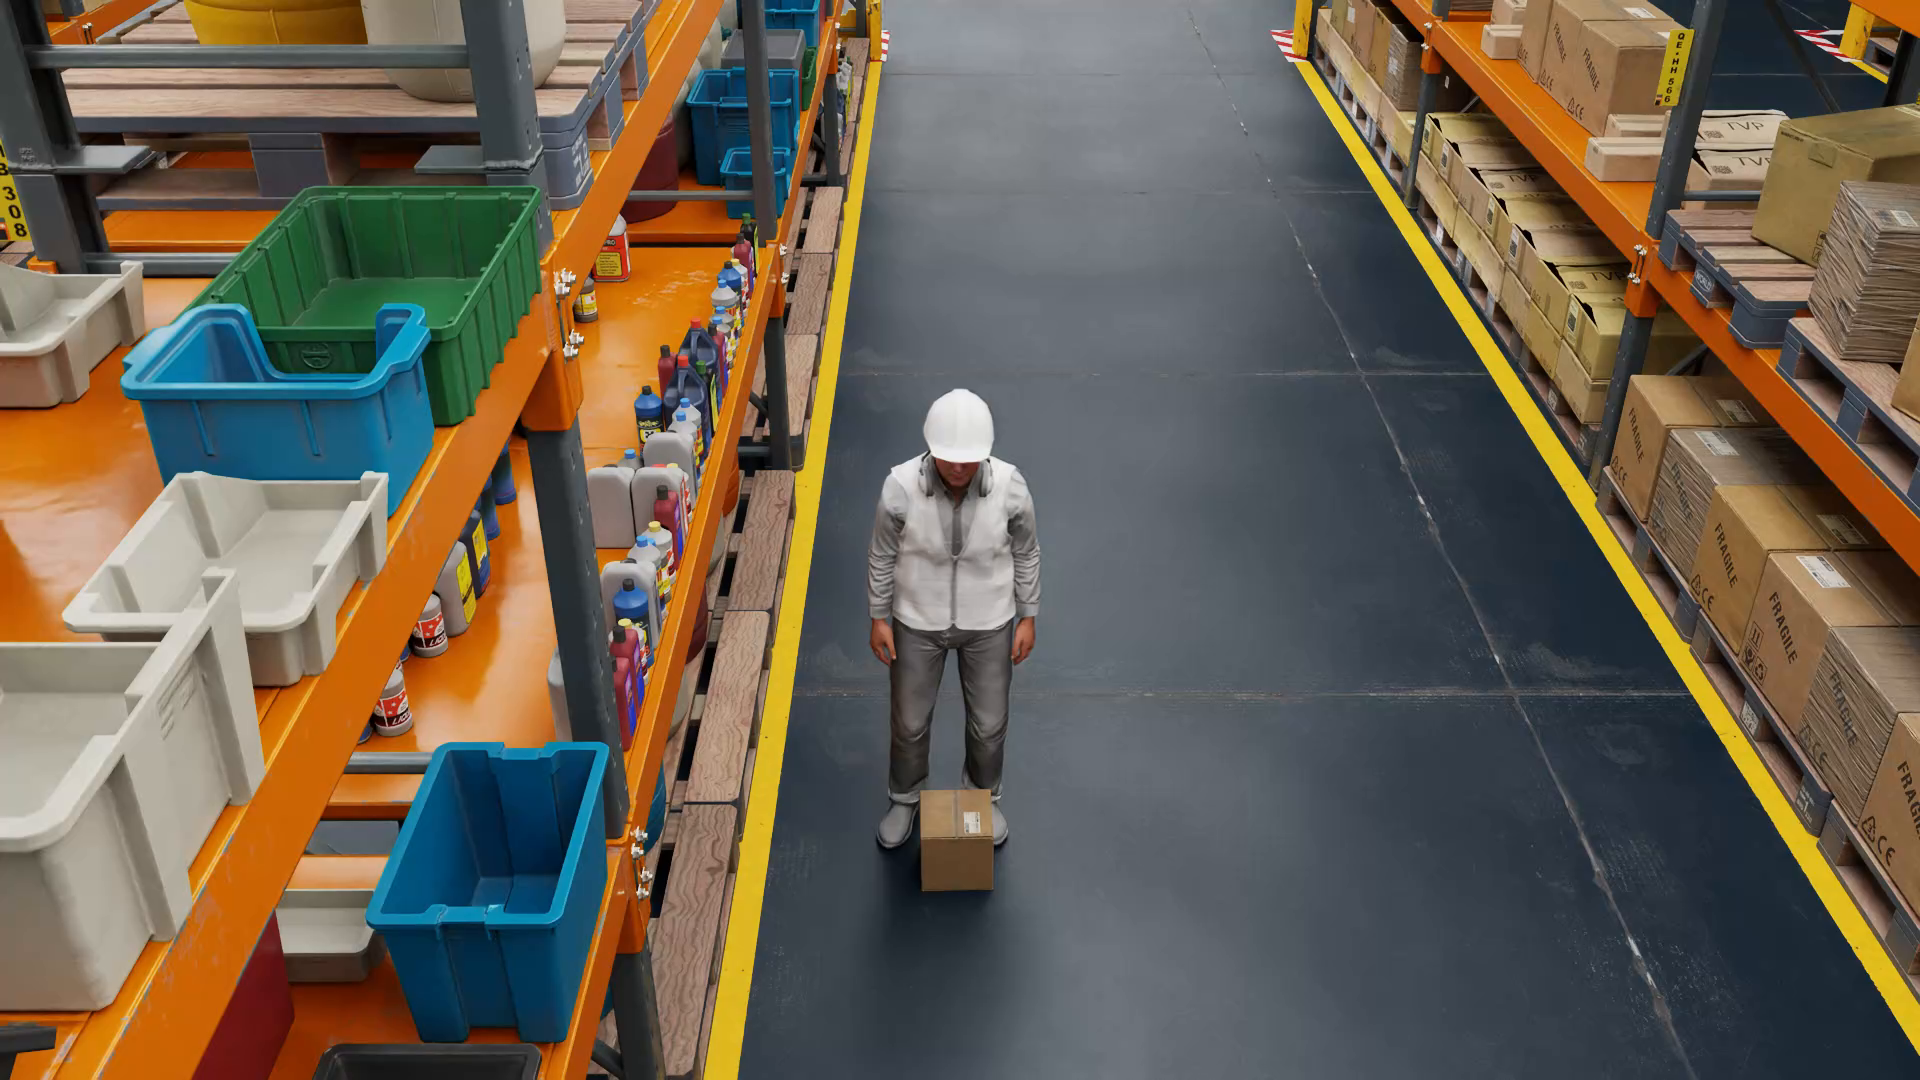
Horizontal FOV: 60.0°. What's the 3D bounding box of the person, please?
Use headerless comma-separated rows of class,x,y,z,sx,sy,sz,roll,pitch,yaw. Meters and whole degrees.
person,-0.022,0.272,5.662,0.585,1.771,0.466,-1,31,-1
